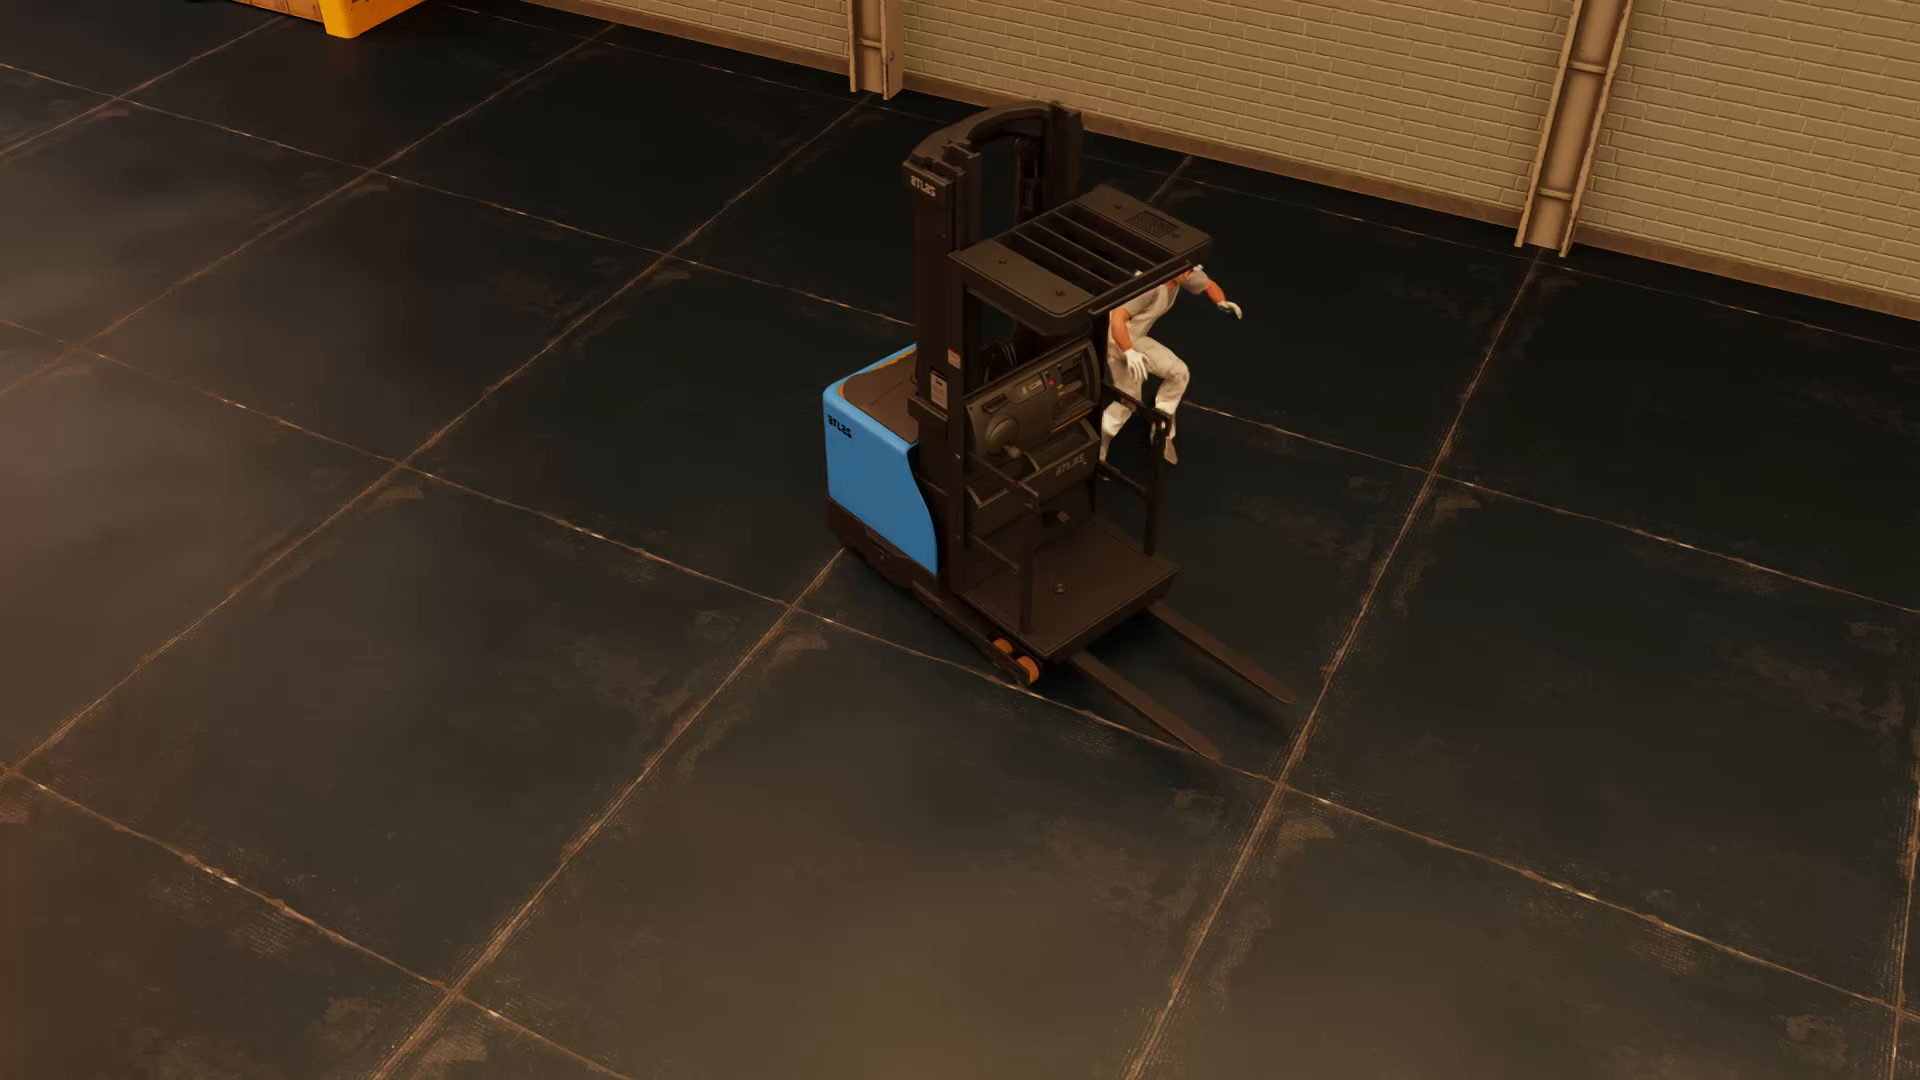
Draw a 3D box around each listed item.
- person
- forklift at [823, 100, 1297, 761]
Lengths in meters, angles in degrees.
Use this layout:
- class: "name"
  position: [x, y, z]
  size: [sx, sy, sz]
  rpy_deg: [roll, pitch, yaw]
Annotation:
- class: "person"
  position: [1.266, -1.166, 10.449]
  size: [0.905, 1.521, 1.004]
  rpy_deg: [11, 41, 13]
- class: "forklift"
  position: [0.545, -0.681, 8.795]
  size: [1.130, 2.935, 3.031]
  rpy_deg: [-30, 49, -31]
